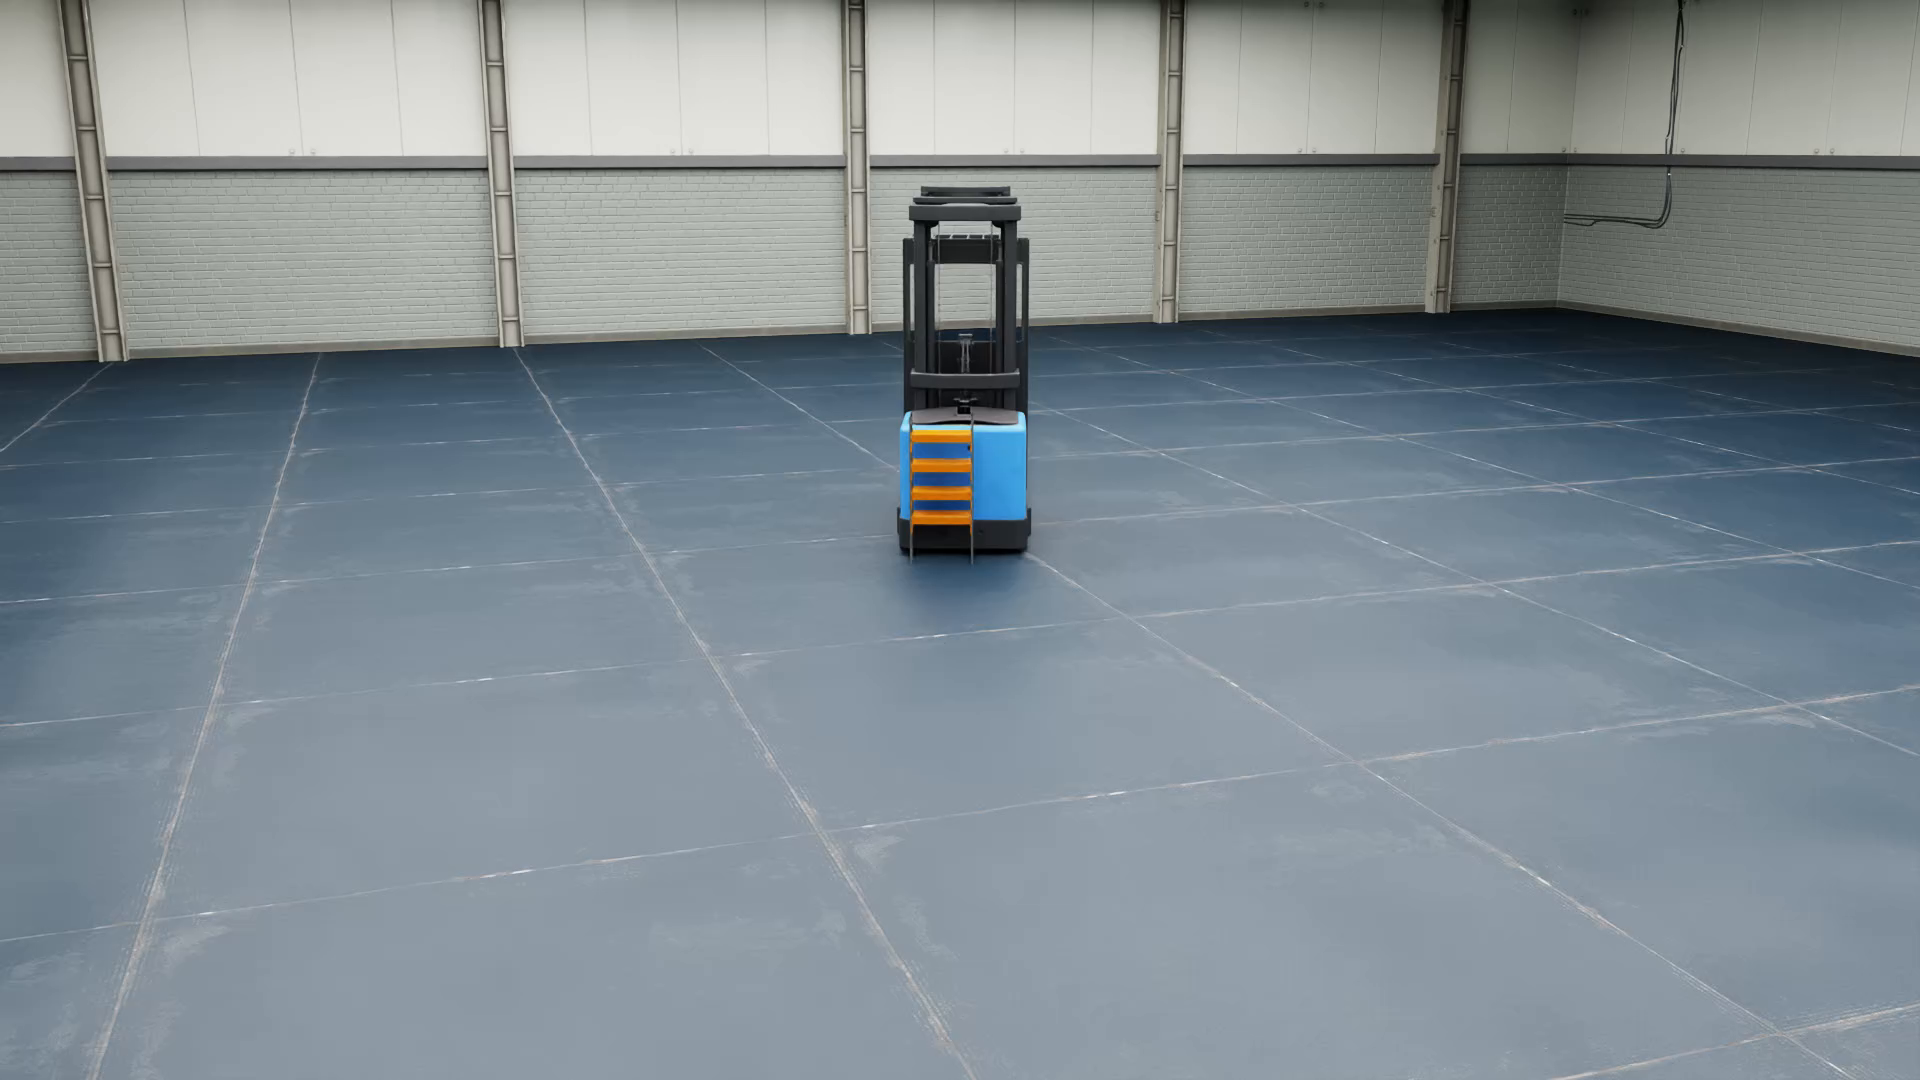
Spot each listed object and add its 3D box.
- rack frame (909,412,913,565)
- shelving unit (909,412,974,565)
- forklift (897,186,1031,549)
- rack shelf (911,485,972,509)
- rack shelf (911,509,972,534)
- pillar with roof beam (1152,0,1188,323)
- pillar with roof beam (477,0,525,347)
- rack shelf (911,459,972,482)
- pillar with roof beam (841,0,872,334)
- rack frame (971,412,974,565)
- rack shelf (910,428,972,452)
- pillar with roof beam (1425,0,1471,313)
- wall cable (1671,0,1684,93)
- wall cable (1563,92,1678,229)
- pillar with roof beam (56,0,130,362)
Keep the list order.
[{"bbox_3d":[-0.390,-0.410,13.275,0.015,1.200,0.240,0,13,1],"label":"rack frame"},{"bbox_3d":[-0.146,-0.409,13.270,0.503,1.200,0.258,0,13,1],"label":"shelving unit"},{"bbox_3d":[0.057,-1.635,14.683,1.130,2.935,3.031,0,13,1],"label":"forklift"},{"bbox_3d":[-0.146,-0.344,13.285,0.480,0.148,0.258,0,13,1],"label":"rack shelf"},{"bbox_3d":[-0.146,-0.151,13.331,0.480,0.148,0.258,0,13,1],"label":"rack shelf"},{"bbox_3d":[5.258,-7.564,26.494,0.400,9.000,9.100,-4,14,-18],"label":"pillar with roof beam"},{"bbox_3d":[-6.116,-6.678,22.771,0.400,9.000,9.100,-4,14,-18],"label":"pillar with roof beam"},{"bbox_3d":[-0.146,-0.561,13.234,0.480,0.148,0.258,0,13,1],"label":"rack shelf"},{"bbox_3d":[-0.429,-7.121,24.633,0.400,9.000,9.100,-4,14,-18],"label":"pillar with roof beam"},{"bbox_3d":[0.098,-0.408,13.265,0.015,1.200,0.240,0,13,1],"label":"rack frame"},{"bbox_3d":[-0.146,-0.791,13.179,0.480,0.148,0.258,0,13,1],"label":"rack shelf"},{"bbox_3d":[10.944,-8.006,28.356,0.400,9.000,9.100,-4,14,-18],"label":"pillar with roof beam"},{"bbox_3d":[13.648,-9.231,29.301,0.112,2.526,3.097,-4,14,-18],"label":"wall cable"},{"bbox_3d":[12.785,-7.367,32.380,0.112,2.526,3.097,-4,14,-18],"label":"wall cable"},{"bbox_3d":[-11.802,-6.235,20.909,0.400,9.000,9.100,-4,14,-18],"label":"pillar with roof beam"}]
